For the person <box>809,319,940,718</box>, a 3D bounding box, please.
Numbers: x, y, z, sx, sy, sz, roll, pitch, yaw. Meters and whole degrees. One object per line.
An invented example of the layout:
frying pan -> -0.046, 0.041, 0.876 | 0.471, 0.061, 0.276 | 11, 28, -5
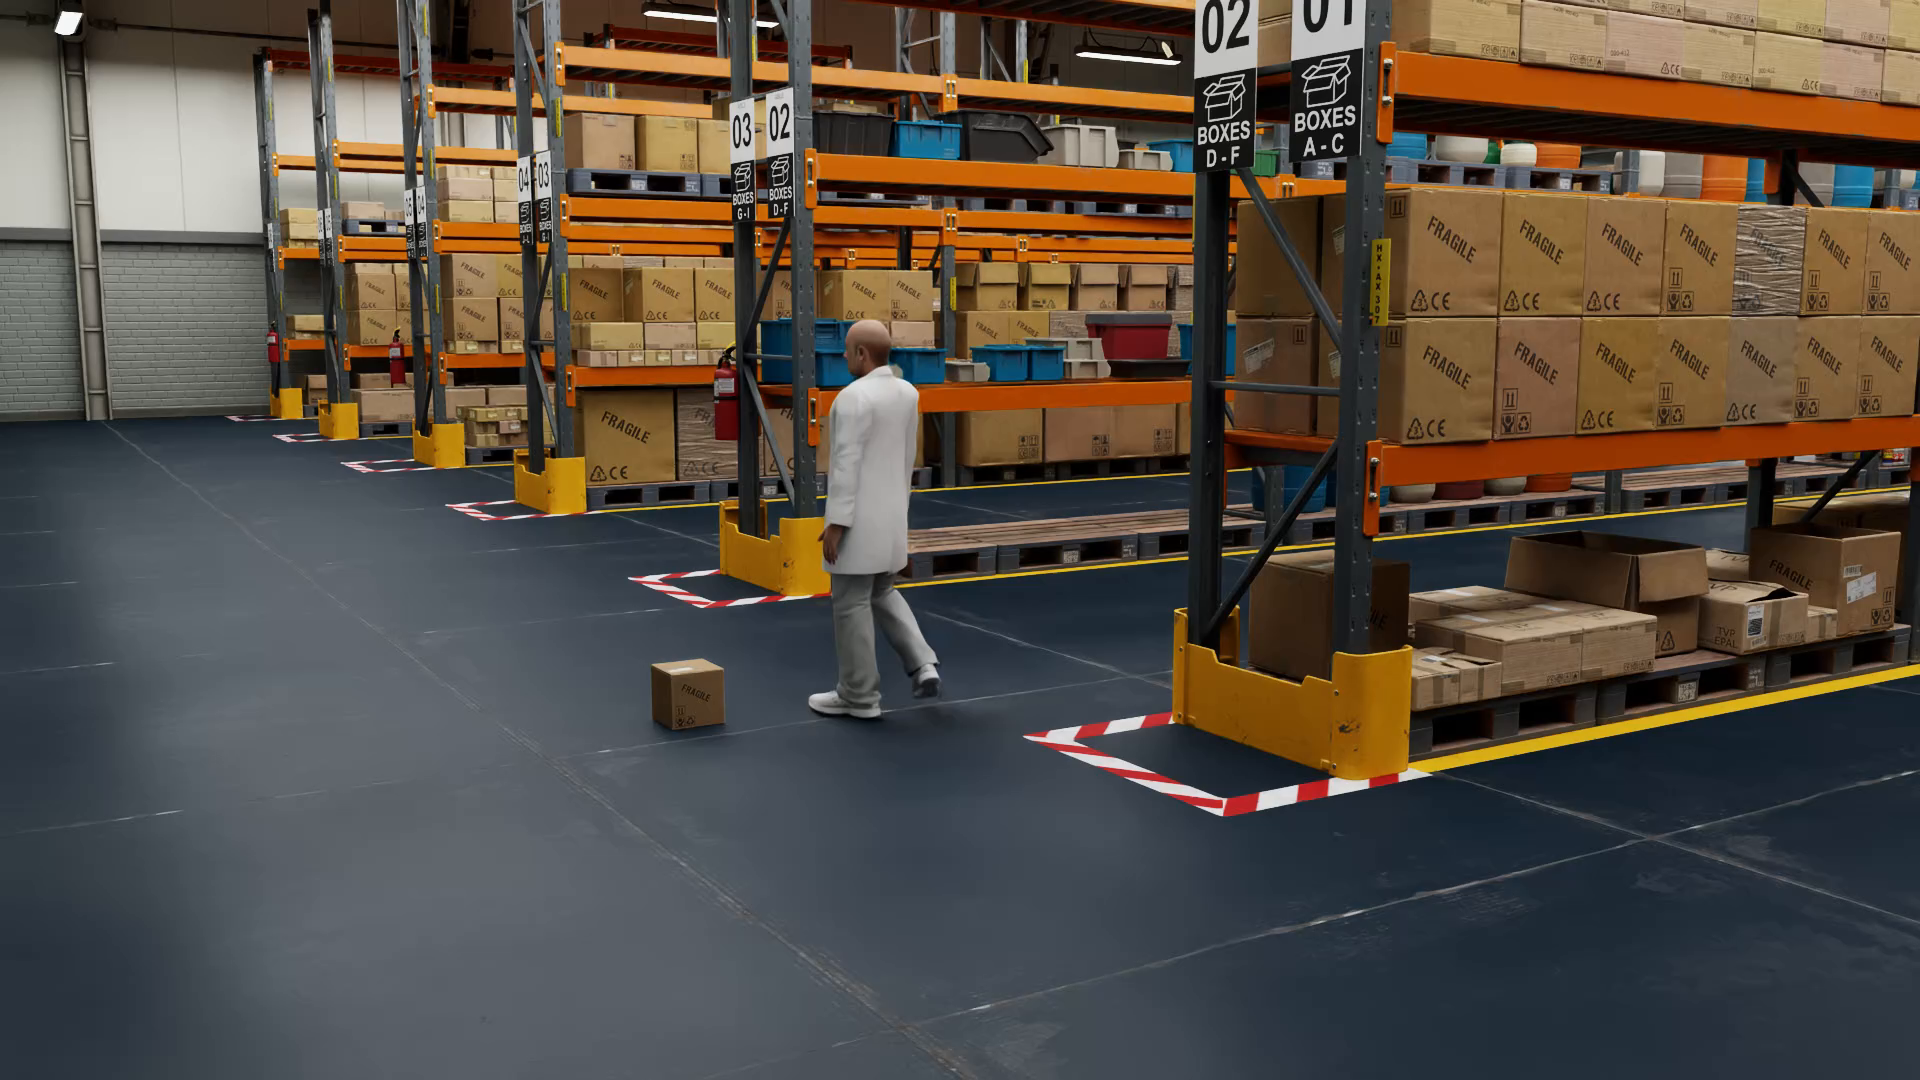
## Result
person -> -0.400, -0.090, 7.436 | 0.602, 1.778, 0.622 | 5, 10, 33
